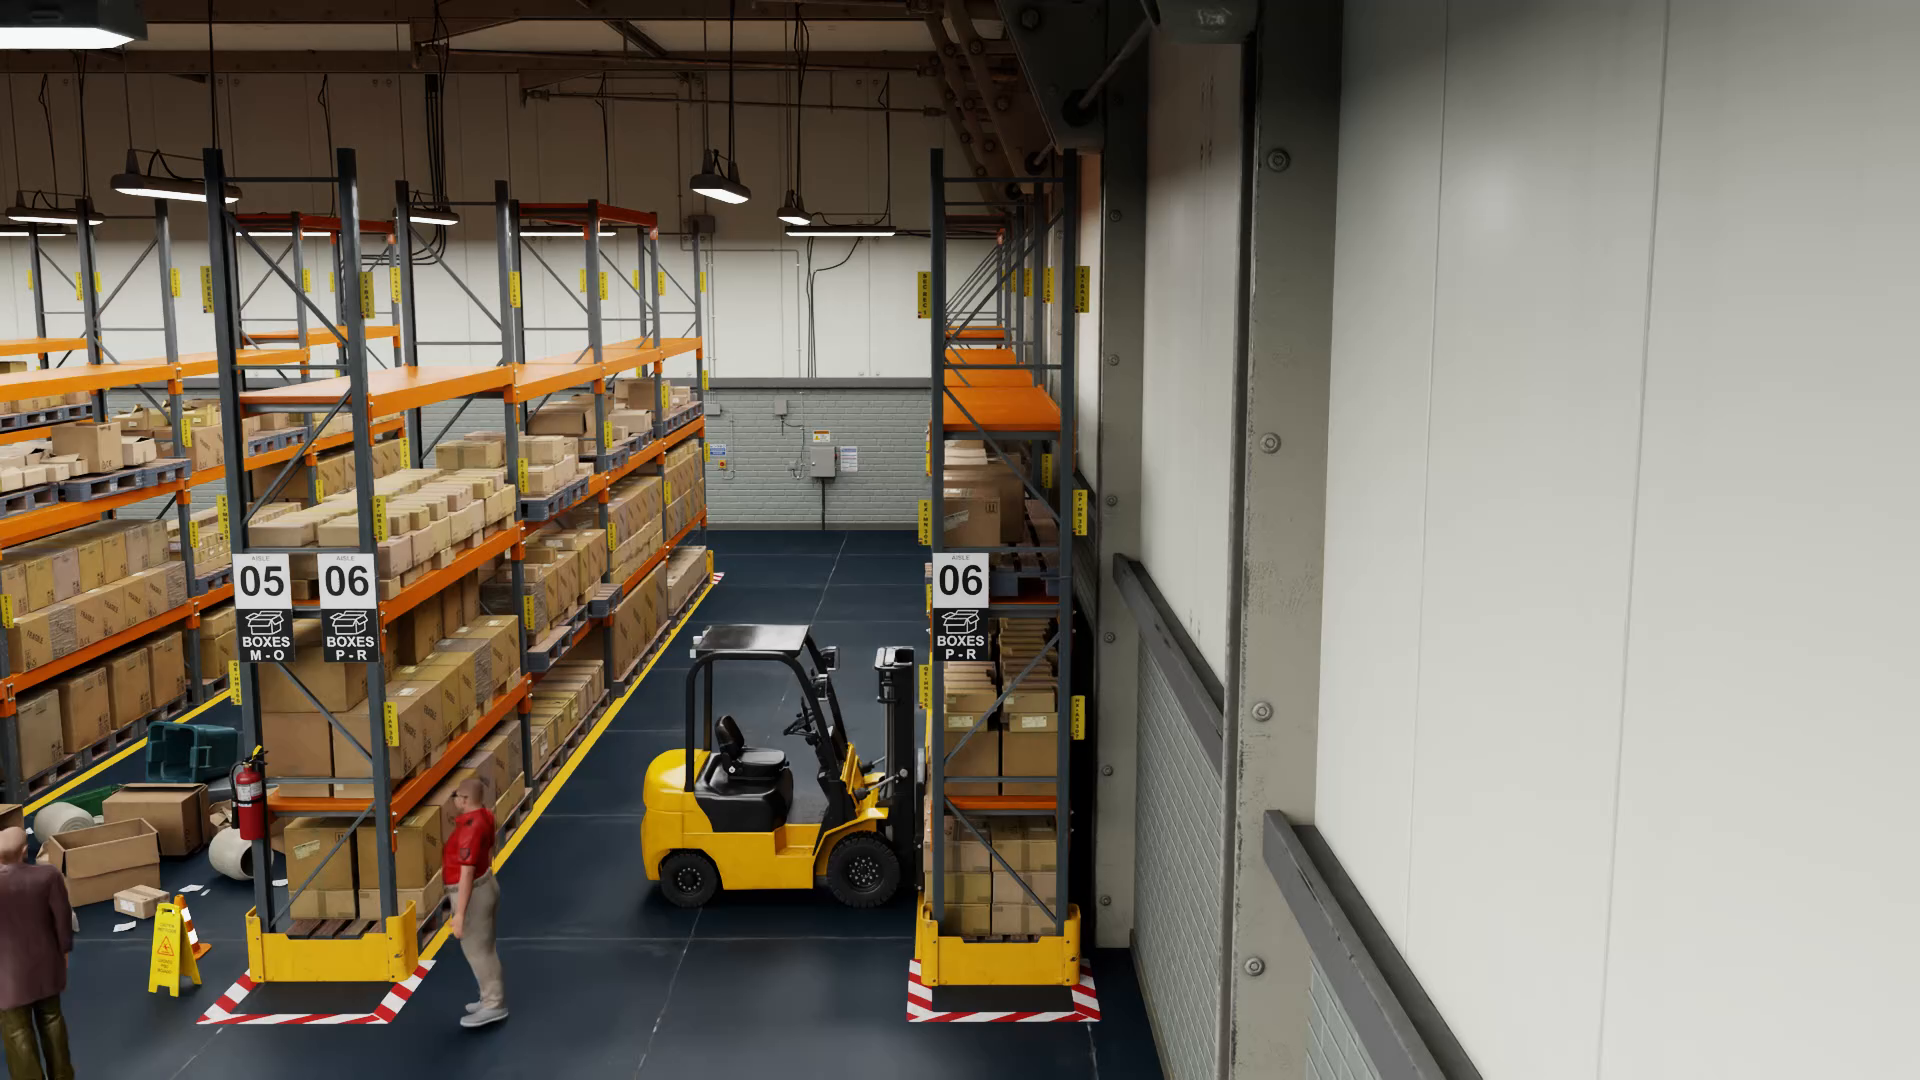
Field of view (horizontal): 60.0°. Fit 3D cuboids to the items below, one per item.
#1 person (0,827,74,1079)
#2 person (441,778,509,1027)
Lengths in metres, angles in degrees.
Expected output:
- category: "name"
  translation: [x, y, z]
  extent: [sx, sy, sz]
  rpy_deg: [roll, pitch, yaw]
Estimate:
- category: "person"
  translation: [-5.822, 2.662, 10.346]
  extent: [0.404, 1.819, 0.596]
  rpy_deg: [6, 11, 33]
- category: "person"
  translation: [-3.362, 2.511, 11.485]
  extent: [0.424, 1.764, 0.647]
  rpy_deg: [-1, 9, -3]
